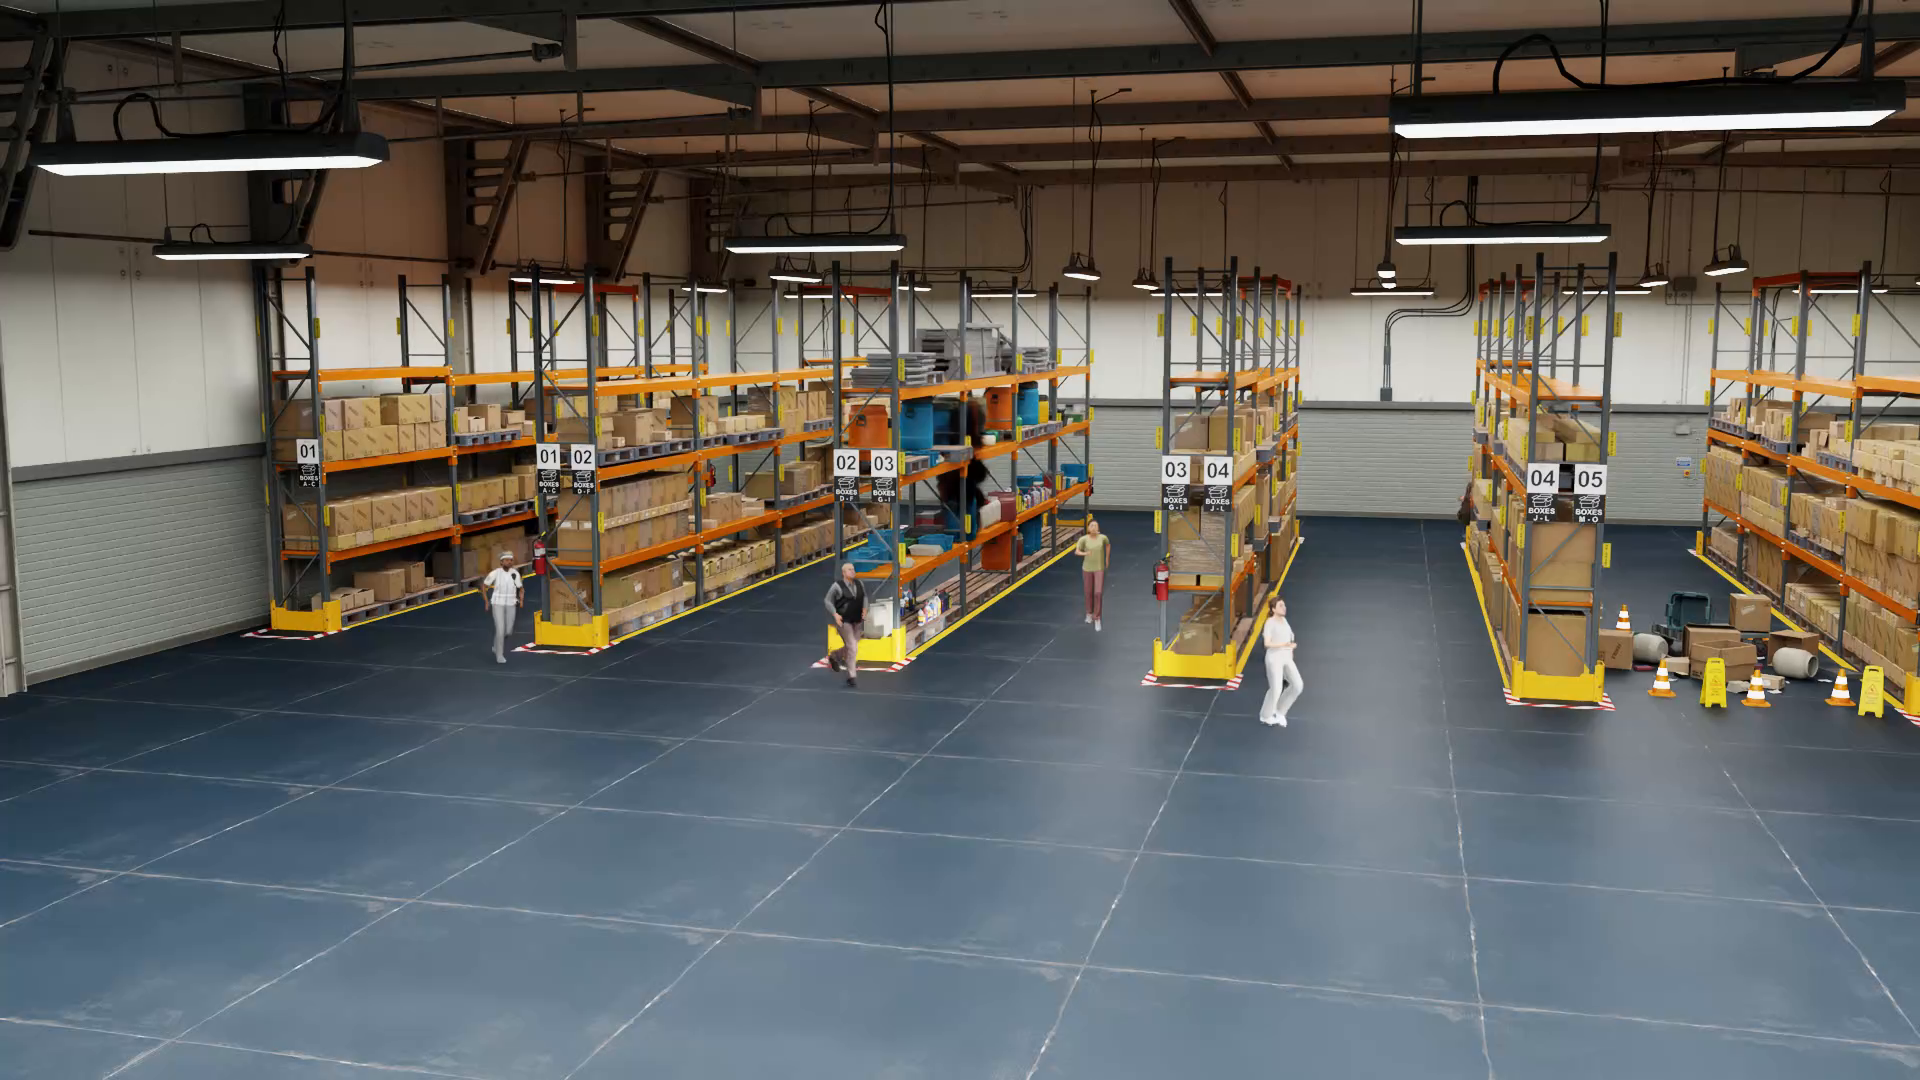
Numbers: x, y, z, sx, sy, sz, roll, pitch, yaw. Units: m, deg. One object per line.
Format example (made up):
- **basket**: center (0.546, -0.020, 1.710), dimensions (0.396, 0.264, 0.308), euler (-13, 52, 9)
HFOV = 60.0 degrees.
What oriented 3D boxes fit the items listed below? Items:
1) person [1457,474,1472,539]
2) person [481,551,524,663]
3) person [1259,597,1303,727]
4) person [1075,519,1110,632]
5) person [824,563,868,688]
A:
- **person**: center (12.067, -0.837, 39.435), dimensions (0.569, 1.720, 0.791), euler (3, 8, 24)
- **person**: center (-6.928, 1.000, 25.280), dimensions (0.633, 1.666, 0.607), euler (-4, 8, -28)
- **person**: center (4.042, 1.539, 20.888), dimensions (0.547, 1.660, 0.621), euler (-6, 9, -37)
- **person**: center (2.107, 0.532, 26.457), dimensions (0.564, 1.765, 0.741), euler (0, 7, 4)
- **person**: center (-1.611, 1.174, 23.585), dimensions (0.676, 1.728, 0.808), euler (-6, 9, -40)
